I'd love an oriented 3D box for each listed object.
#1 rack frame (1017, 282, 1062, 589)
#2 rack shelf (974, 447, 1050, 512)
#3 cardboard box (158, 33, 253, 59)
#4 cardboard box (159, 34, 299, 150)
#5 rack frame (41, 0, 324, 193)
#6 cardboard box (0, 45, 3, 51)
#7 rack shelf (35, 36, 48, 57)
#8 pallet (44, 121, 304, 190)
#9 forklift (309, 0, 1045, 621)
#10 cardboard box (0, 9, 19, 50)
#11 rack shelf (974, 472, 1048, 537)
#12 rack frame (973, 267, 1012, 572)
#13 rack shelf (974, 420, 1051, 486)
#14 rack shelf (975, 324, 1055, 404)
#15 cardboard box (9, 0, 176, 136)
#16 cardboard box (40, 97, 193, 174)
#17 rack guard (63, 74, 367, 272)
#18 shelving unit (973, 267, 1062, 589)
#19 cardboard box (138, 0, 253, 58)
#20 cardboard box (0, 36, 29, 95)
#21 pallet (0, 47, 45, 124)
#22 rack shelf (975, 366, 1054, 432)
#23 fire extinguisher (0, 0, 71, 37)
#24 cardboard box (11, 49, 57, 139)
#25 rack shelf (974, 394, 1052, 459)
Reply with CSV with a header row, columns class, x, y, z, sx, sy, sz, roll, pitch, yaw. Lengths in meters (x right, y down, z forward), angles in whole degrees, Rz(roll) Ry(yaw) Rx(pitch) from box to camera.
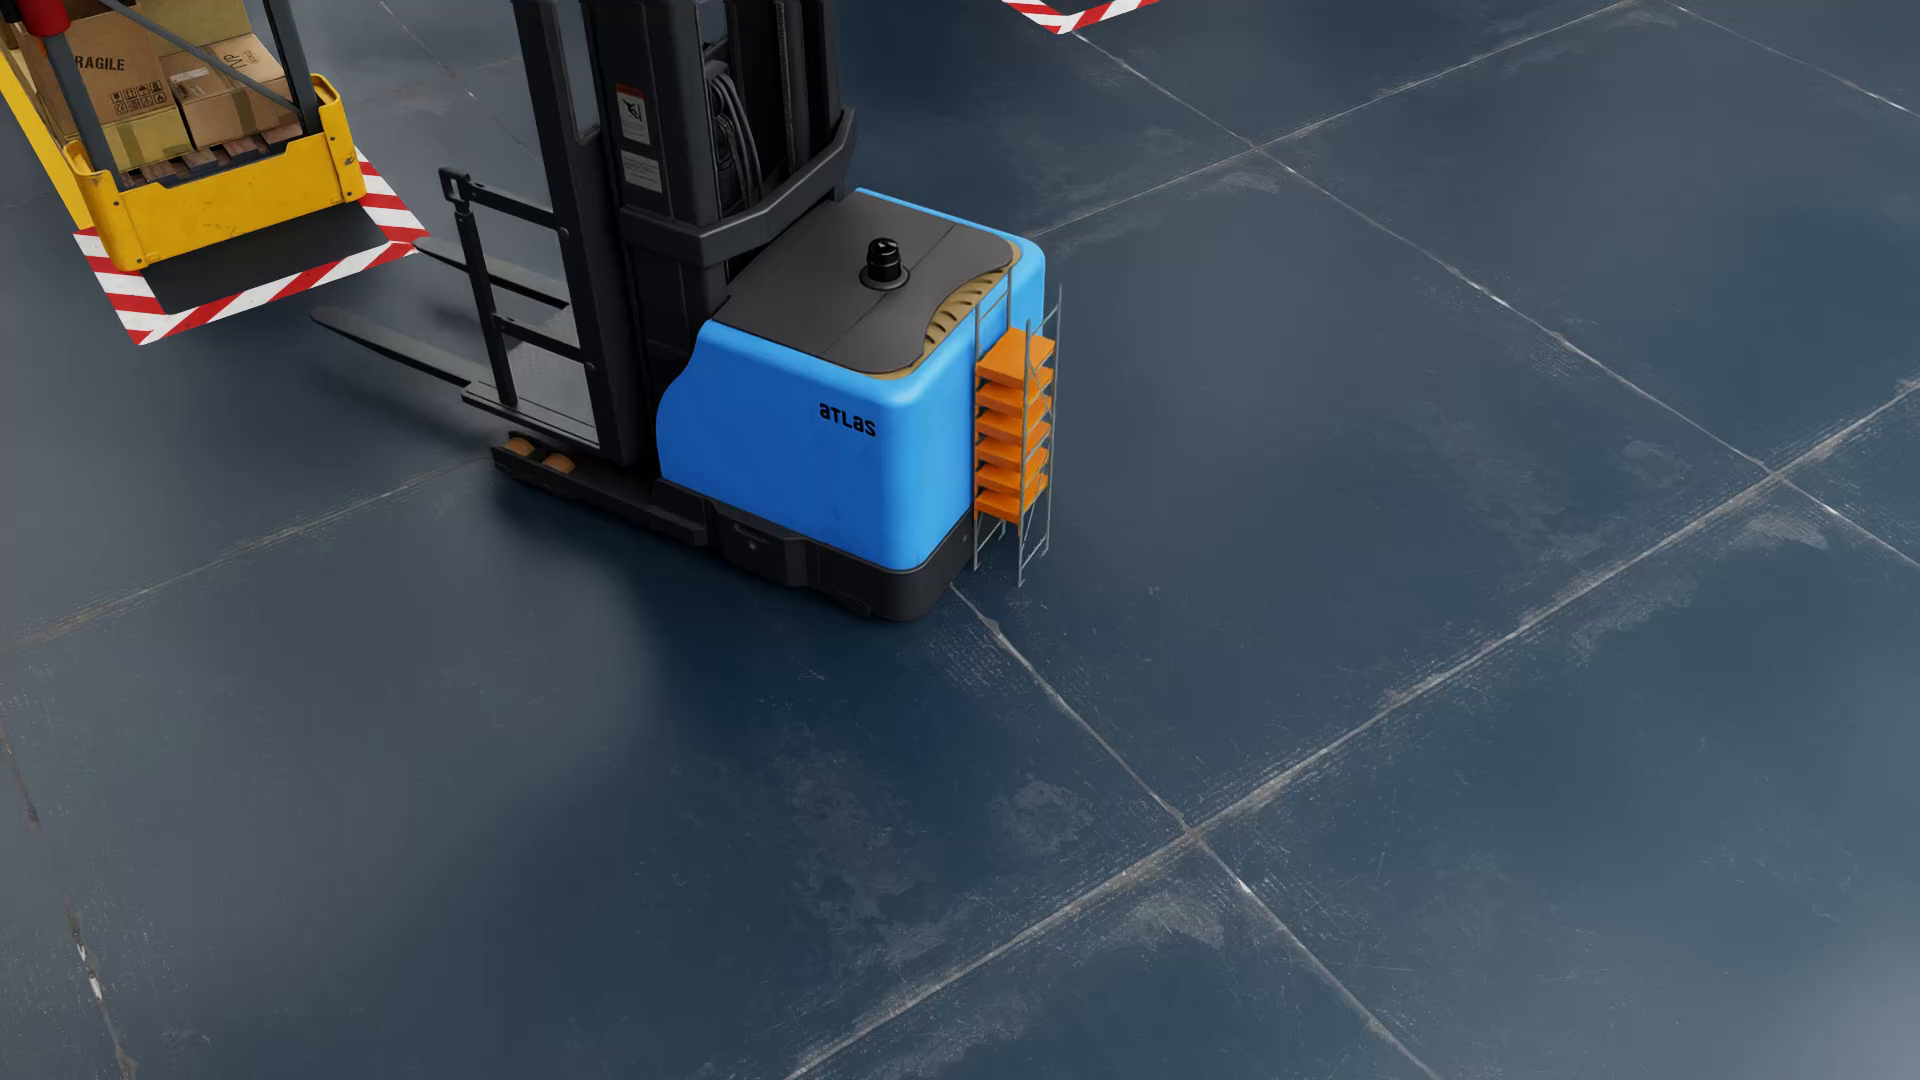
class,x,y,z,sx,sy,sz,roll,pitch,yaw
rack frame,0.269,-0.328,5.725,0.006,1.200,0.240,21,48,21
rack shelf,0.189,-0.240,5.871,0.180,0.103,0.258,21,48,21
cardboard box,-3.835,-2.452,8.334,0.500,0.250,0.500,-26,49,-24
cardboard box,-3.545,-2.170,8.038,0.500,0.250,0.500,-26,49,-24
rack frame,-3.421,-2.622,6.824,1.000,3.000,0.127,-26,49,-24
cardboard box,-4.838,-2.811,8.709,0.500,0.250,0.500,-26,49,-24
rack shelf,-4.565,-3.494,8.259,1.077,0.370,4.000,-26,49,-24
pallet,-3.893,-2.030,8.223,1.003,0.211,1.213,-26,49,-24
forklift,-1.225,-1.524,5.723,3.031,2.935,1.130,21,48,21
cardboard box,-4.556,-2.797,8.151,0.500,0.500,0.500,-26,49,-24
rack shelf,0.189,-0.154,5.954,0.180,0.103,0.258,21,48,21
rack frame,0.110,-0.390,5.790,0.006,1.200,0.240,21,48,21
rack shelf,0.190,-0.327,5.788,0.180,0.103,0.258,21,48,21
rack shelf,0.190,-0.587,5.539,0.180,0.103,0.258,21,48,21
cardboard box,-3.972,-2.236,7.564,0.500,0.500,0.500,-26,49,-24
cardboard box,-3.970,-1.966,7.824,0.500,0.250,0.500,-26,49,-24
rack guard,-3.407,-1.704,7.673,1.175,0.500,0.348,-26,49,-24
shelving unit,0.190,-0.359,5.757,0.189,1.200,0.258,21,48,21
cardboard box,-3.833,-2.724,8.075,0.500,0.500,0.500,-26,49,-24
cardboard box,-4.554,-2.527,8.412,0.500,0.250,0.500,-26,49,-24
pallet,-4.587,-2.720,8.946,1.003,0.211,1.213,-26,49,-24
rack shelf,0.190,-0.501,5.622,0.180,0.103,0.258,21,48,21
fire extinguisher,-3.735,-2.343,6.588,0.296,0.674,0.183,-26,49,-24
cardboard box,-4.266,-2.244,8.116,0.500,0.250,0.500,-26,49,-24
rack shelf,0.190,-0.414,5.705,0.180,0.103,0.258,21,48,21
